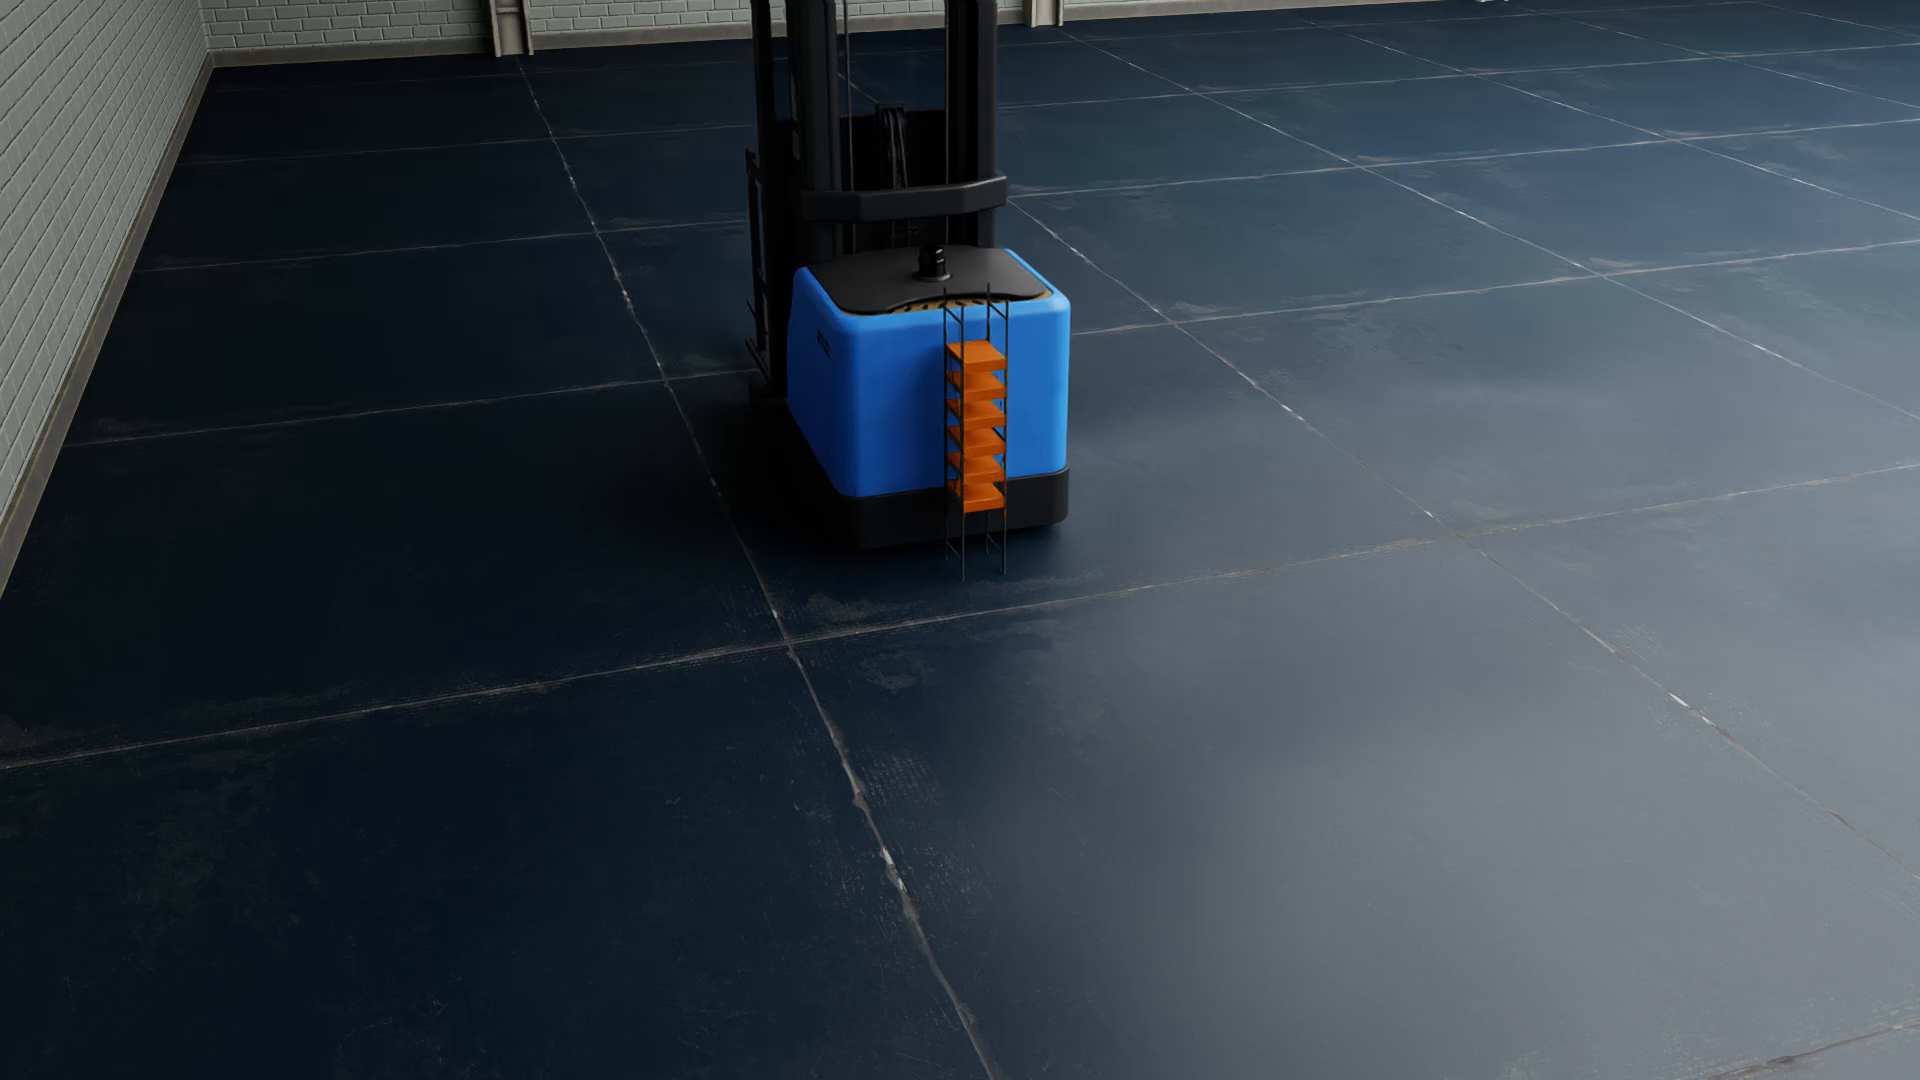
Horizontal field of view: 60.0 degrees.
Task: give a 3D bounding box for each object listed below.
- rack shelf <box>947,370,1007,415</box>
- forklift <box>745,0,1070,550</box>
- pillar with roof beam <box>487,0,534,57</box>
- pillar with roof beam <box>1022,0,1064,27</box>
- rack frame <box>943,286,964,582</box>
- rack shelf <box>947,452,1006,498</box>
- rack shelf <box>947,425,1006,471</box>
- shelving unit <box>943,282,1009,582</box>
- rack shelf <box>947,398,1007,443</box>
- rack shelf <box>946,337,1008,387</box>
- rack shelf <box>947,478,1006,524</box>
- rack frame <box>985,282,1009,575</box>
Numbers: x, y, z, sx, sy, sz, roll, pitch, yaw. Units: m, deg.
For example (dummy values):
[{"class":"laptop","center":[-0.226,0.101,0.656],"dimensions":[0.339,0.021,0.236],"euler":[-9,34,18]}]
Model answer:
[{"class":"rack shelf","center":[0.061,-0.603,6.676],"dimensions":[0.180,0.103,0.258],"euler":[-8,28,-17]},{"class":"forklift","center":[-0.448,-1.905,7.792],"dimensions":[1.130,2.935,3.031],"euler":[-8,27,-15]},{"class":"pillar with roof beam","center":[-3.411,-7.384,12.003],"dimensions":[0.400,9.000,9.100],"euler":[-8,28,-16]},{"class":"pillar with roof beam","center":[2.294,-8.210,13.667],"dimensions":[0.400,9.000,9.100],"euler":[-8,28,-16]},{"class":"rack frame","center":[-0.025,-0.415,6.736],"dimensions":[0.006,1.200,0.240],"euler":[-8,28,-17]},{"class":"rack shelf","center":[0.061,-0.281,6.836],"dimensions":[0.180,0.103,0.258],"euler":[-8,28,-17]},{"class":"rack shelf","center":[0.061,-0.388,6.782],"dimensions":[0.180,0.103,0.258],"euler":[-8,28,-17]},{"class":"shelving unit","center":[0.061,-0.428,6.762],"dimensions":[0.189,1.200,0.258],"euler":[-8,28,-17]},{"class":"rack shelf","center":[0.061,-0.496,6.729],"dimensions":[0.180,0.103,0.258],"euler":[-8,28,-17]},{"class":"rack shelf","center":[0.061,-0.710,6.622],"dimensions":[0.180,0.103,0.258],"euler":[-8,28,-17]},{"class":"rack shelf","center":[0.061,-0.173,6.889],"dimensions":[0.180,0.103,0.258],"euler":[-8,28,-17]},{"class":"rack frame","center":[0.148,-0.441,6.789],"dimensions":[0.006,1.200,0.240],"euler":[-8,28,-17]}]
